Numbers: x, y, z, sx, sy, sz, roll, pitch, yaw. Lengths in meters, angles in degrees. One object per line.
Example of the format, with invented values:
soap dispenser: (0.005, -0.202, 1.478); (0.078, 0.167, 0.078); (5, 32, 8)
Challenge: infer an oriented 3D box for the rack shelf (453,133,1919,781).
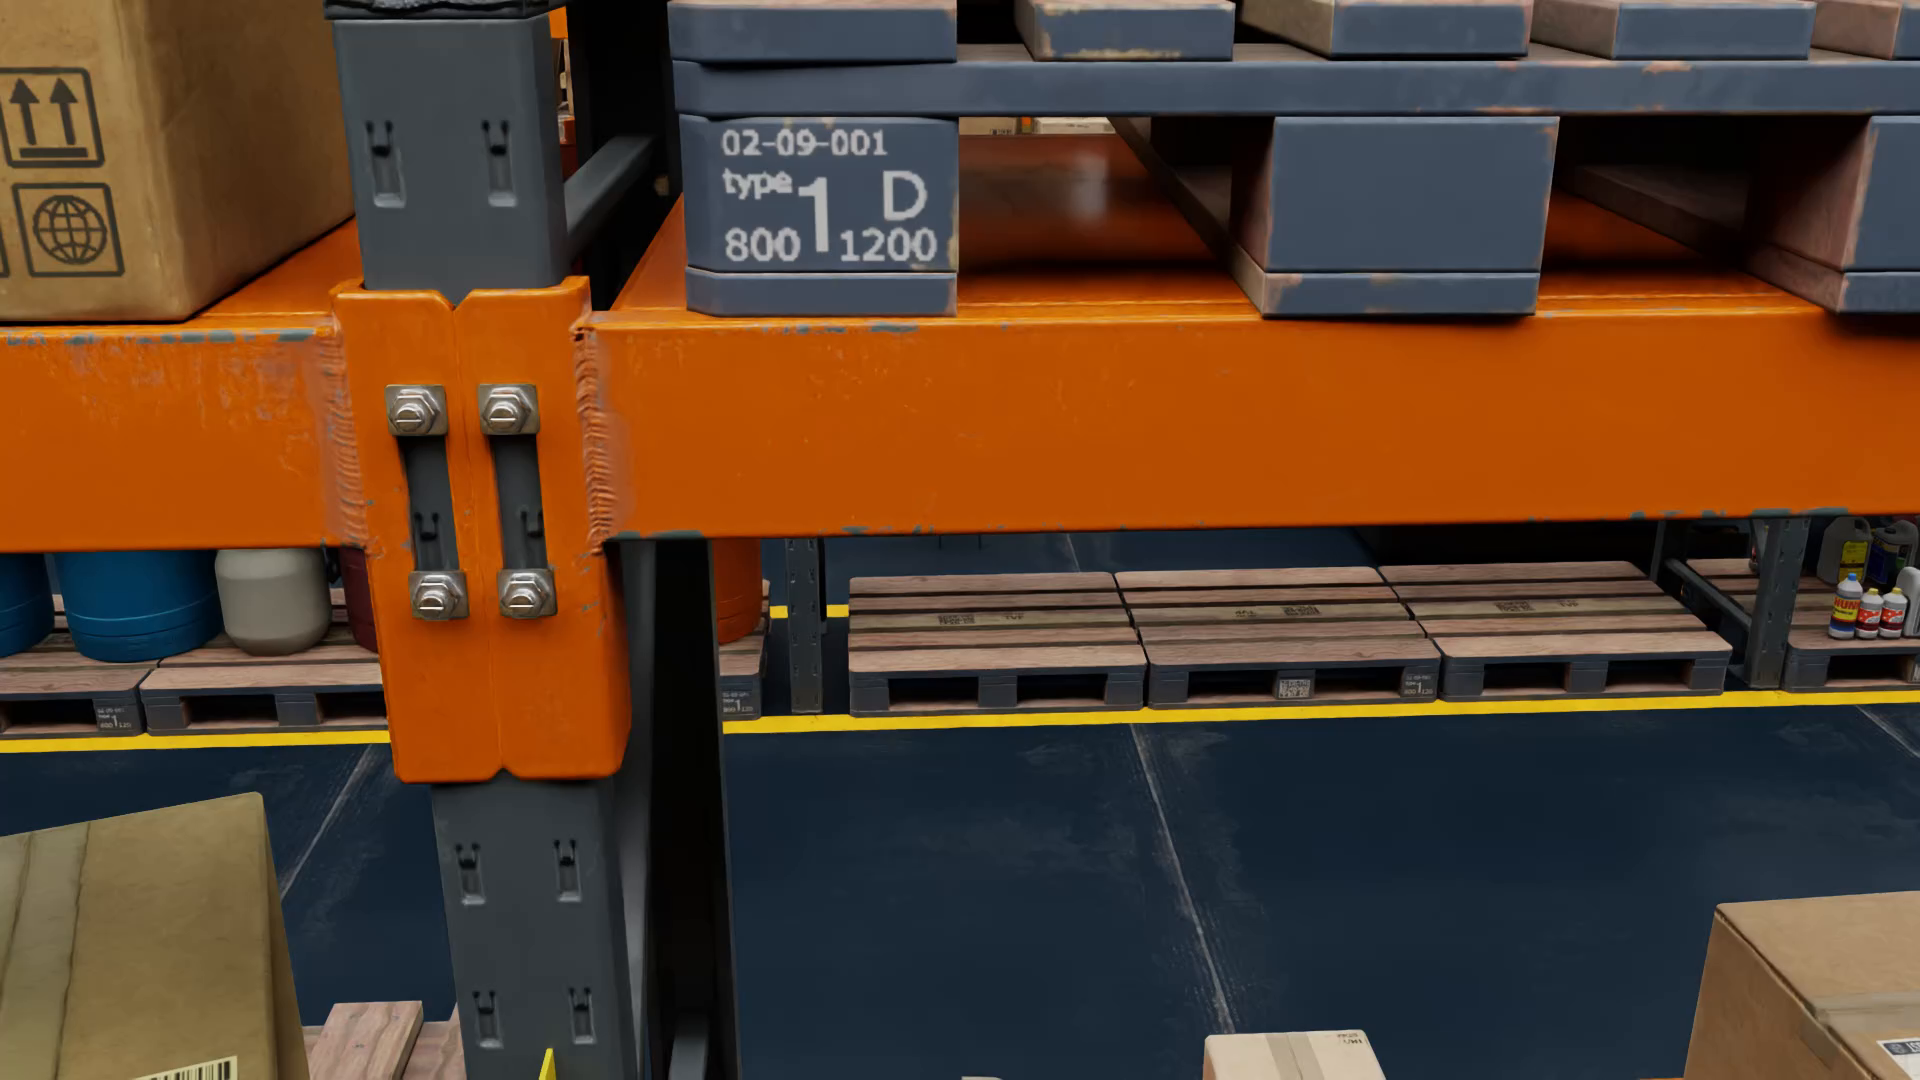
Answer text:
rack shelf: (1.626, -0.215, 1.765); (4.000, 0.370, 1.077); (-1, 21, -3)

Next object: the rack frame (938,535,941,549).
rack frame: (-0.110, -0.418, 8.455); (0.006, 0.900, 0.240); (-1, 21, -3)

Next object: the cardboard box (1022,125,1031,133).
cardboard box: (0.560, -5.155, 21.049); (0.625, 0.372, 0.950); (0, 21, -1)

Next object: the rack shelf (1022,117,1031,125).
rack shelf: (0.882, -4.096, 16.175); (4.000, 0.370, 1.077); (-1, 21, -3)

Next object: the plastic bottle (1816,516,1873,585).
plastic bottle: (3.979, 0.018, 7.461); (0.185, 0.351, 0.144); (-1, 21, -3)

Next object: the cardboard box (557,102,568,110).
cardboard box: (-2.958, -2.729, 11.432); (0.500, 0.500, 0.500); (-1, 21, -3)

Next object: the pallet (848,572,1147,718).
pallet: (0.126, 0.433, 7.187); (1.213, 0.211, 1.003); (-1, 21, -3)

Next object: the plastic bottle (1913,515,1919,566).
plastic bottle: (4.484, -0.043, 7.623); (0.185, 0.351, 0.144); (-1, 21, -3)

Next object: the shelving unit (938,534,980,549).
shelving unit: (-0.008, -0.420, 8.460); (0.210, 0.900, 0.258); (-1, 21, -3)

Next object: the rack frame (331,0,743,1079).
rack frame: (-0.371, 0.891, 2.064); (0.127, 3.000, 1.000); (-1, 21, -3)

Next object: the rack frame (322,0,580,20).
rack frame: (-0.371, -1.912, 0.997); (0.127, 3.000, 1.000); (-1, 21, -3)

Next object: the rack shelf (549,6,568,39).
rack shelf: (-2.646, -1.893, 6.174); (4.000, 0.370, 1.077); (-1, 21, -3)

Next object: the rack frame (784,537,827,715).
rack frame: (-0.650, -0.868, 6.686); (0.127, 3.000, 1.000); (-1, 21, -3)

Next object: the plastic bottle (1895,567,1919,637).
plastic bottle: (4.008, 0.251, 6.957); (0.135, 0.276, 0.152); (0, 21, -1)

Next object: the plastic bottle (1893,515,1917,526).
plastic bottle: (4.322, -0.023, 7.666); (0.133, 0.283, 0.061); (0, 21, 1)

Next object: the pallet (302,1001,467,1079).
pallet: (-1.043, 1.020, 1.997); (1.003, 0.211, 1.213); (-1, 21, -3)

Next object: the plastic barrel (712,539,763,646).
plastic barrel: (-1.137, -0.034, 6.956); (0.708, 0.830, 0.600); (-1, 21, -3)

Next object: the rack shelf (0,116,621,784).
rack shelf: (-2.367, -0.134, 1.552); (4.000, 0.370, 1.077); (-1, 21, -3)

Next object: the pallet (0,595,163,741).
pallet: (-3.870, 0.515, 6.971); (1.213, 0.211, 1.003); (-1, 21, -3)

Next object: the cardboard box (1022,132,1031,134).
cardboard box: (0.371, -3.536, 16.264); (0.750, 0.750, 1.050); (-1, 21, -2)

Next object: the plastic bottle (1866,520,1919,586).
plastic bottle: (4.196, 0.050, 7.482); (0.135, 0.276, 0.152); (-1, 21, -3)

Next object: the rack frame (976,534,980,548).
rack frame: (0.093, -0.422, 8.466); (0.006, 0.900, 0.240); (-1, 21, -3)

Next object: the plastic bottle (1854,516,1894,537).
plastic bottle: (4.162, -0.037, 7.606); (0.185, 0.351, 0.144); (-2, 21, -6)

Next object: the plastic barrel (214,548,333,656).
plastic barrel: (-2.823, 0.180, 6.838); (0.421, 0.512, 0.421); (0, 21, 0)

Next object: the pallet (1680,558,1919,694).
pallet: (4.017, 0.355, 7.393); (1.213, 0.211, 1.003); (-1, 21, -3)

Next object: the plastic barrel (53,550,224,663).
plastic barrel: (-3.392, -0.022, 6.822); (0.708, 0.901, 0.600); (-1, 21, -3)

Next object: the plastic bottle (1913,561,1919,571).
plastic bottle: (4.165, 0.163, 7.083); (0.185, 0.351, 0.144); (-1, 21, -3)

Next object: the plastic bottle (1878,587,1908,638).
plastic bottle: (3.890, 0.298, 6.938); (0.097, 0.201, 0.097); (0, 21, 0)

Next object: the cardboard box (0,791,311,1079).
cardboard box: (-0.993, 0.701, 1.833); (0.500, 0.500, 0.700); (-8, 22, -21)

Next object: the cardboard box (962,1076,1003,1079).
cardboard box: (-0.005, 0.941, 2.059); (0.500, 0.311, 0.500); (0, 21, 0)

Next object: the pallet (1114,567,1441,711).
pallet: (1.341, 0.409, 7.250); (1.213, 0.211, 1.003); (-1, 21, -3)

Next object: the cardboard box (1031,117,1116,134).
cardboard box: (0.754, -2.706, 11.134); (0.500, 0.250, 0.500); (-2, 21, -5)

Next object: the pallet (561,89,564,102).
pallet: (-4.337, -4.185, 15.666); (1.213, 0.211, 1.003); (-1, 21, -3)

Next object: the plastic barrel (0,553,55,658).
plastic barrel: (-4.099, -0.008, 6.784); (0.708, 0.901, 0.600); (-1, 21, -3)

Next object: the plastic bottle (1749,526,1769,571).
plastic bottle: (3.688, 0.034, 7.629); (0.097, 0.201, 0.097); (0, 21, 0)

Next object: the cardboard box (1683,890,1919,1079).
cardboard box: (1.304, 0.805, 2.151); (0.500, 0.500, 0.500); (-2, 21, -6)

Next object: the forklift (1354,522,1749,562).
forklift: (3.539, -1.445, 8.297); (3.031, 2.935, 1.130); (-1, 21, -3)

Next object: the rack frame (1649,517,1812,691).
rack frame: (3.344, -0.950, 6.899); (0.127, 3.000, 1.000); (-1, 21, -3)

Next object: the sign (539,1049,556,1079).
sign: (-0.330, 0.580, 1.367); (0.005, 0.325, 0.100); (-1, 21, -3)

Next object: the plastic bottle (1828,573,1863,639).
plastic bottle: (3.687, 0.269, 6.915); (0.097, 0.271, 0.097); (0, 21, 0)

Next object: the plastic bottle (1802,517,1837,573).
plastic bottle: (3.970, -0.033, 7.596); (0.185, 0.351, 0.144); (-2, 21, -4)

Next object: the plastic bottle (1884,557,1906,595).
plastic bottle: (4.002, 0.209, 7.055); (0.133, 0.283, 0.061); (-1, 21, -3)

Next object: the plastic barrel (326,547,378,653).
plastic barrel: (-2.264, 0.101, 6.938); (0.708, 0.588, 0.600); (-1, 21, -3)

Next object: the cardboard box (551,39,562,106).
cardboard box: (-2.983, -3.106, 11.013); (0.637, 0.503, 0.797); (0, 21, -1)

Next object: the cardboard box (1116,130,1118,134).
cardboard box: (1.336, -2.886, 11.249); (0.637, 0.503, 0.797); (1, 21, 2)

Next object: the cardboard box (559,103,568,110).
cardboard box: (-2.459, -2.738, 11.457); (0.500, 0.500, 0.500); (-2, 21, -4)

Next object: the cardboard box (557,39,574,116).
cardboard box: (-2.314, -3.122, 11.055); (0.637, 0.503, 0.797); (-1, 21, -2)

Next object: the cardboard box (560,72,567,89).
cardboard box: (-3.657, -4.255, 15.345); (0.250, 0.149, 0.380); (-2, 21, -5)

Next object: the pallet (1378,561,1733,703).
pallet: (2.562, 0.383, 7.318); (1.213, 0.211, 1.003); (-1, 21, -3)

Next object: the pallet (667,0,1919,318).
pallet: (0.302, -0.468, 1.684); (1.003, 0.211, 1.213); (0, 21, -1)

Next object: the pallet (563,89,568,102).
pallet: (-3.089, -4.247, 15.831); (1.213, 0.211, 1.003); (-1, 21, -3)

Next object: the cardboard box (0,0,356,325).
cardboard box: (-0.804, -0.536, 1.458); (0.500, 0.500, 0.910); (-1, 21, -3)

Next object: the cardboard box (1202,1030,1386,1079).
cardboard box: (0.512, 0.892, 2.415); (0.250, 0.149, 0.380); (-1, 21, -3)

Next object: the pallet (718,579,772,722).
pallet: (-1.434, 0.466, 7.101); (1.213, 0.211, 1.003); (-1, 21, -3)

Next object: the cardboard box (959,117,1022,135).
cardboard box: (0.156, -2.943, 11.404); (0.500, 0.500, 0.700); (2, 21, 5)

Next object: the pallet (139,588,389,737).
pallet: (-2.649, 0.489, 7.039); (1.213, 0.211, 1.003); (-1, 21, -3)

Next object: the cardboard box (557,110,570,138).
cardboard box: (-2.427, -2.557, 10.980); (0.500, 0.500, 0.500); (-2, 21, -5)

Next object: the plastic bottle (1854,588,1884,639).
plastic bottle: (3.789, 0.300, 6.933); (0.097, 0.201, 0.097); (0, 21, 0)
